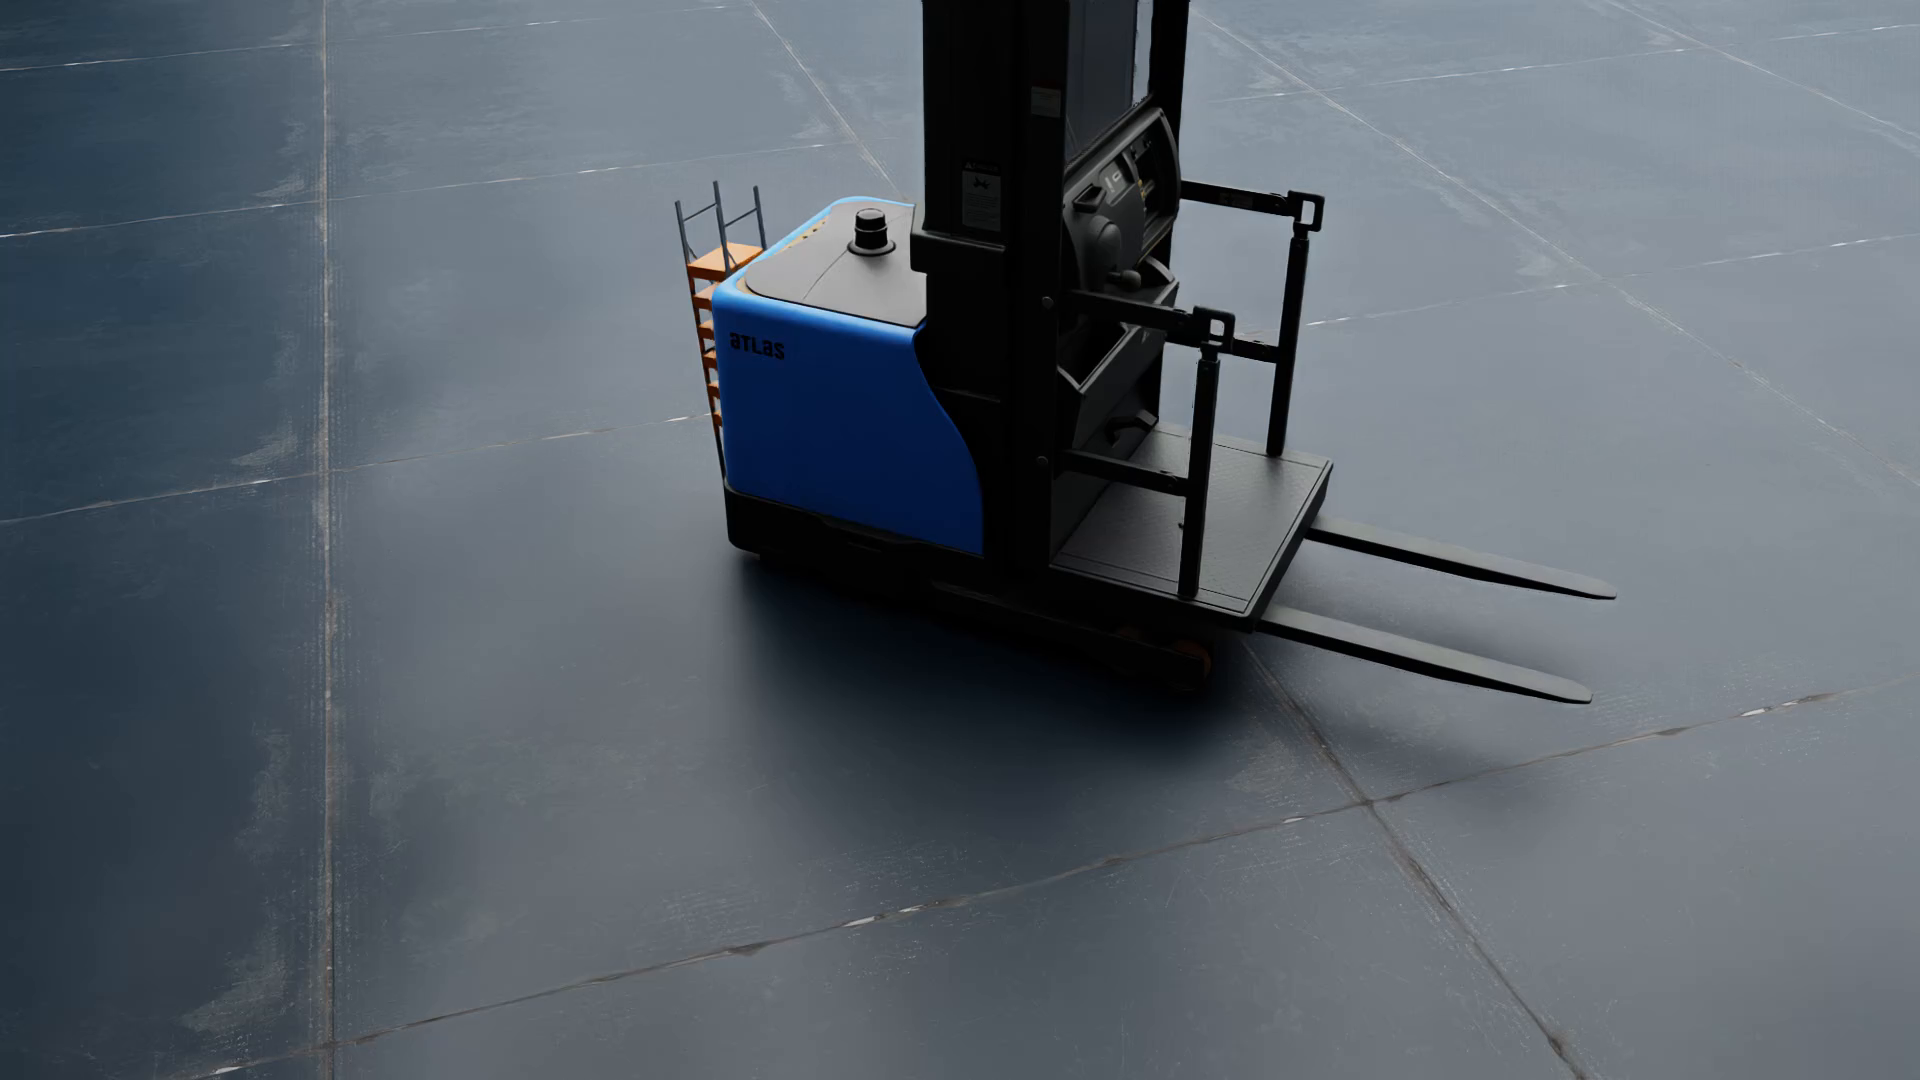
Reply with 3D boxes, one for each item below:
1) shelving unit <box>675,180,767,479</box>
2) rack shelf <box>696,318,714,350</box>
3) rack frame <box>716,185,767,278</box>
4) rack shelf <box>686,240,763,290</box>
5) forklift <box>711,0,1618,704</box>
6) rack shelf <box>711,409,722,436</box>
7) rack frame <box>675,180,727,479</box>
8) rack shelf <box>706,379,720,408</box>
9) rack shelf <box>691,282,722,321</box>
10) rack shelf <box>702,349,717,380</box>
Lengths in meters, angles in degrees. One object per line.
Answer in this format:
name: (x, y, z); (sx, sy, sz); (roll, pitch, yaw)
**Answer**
shelving unit: (-0.824, -0.725, 6.248); (0.189, 1.200, 0.258); (13, 35, 28)
rack shelf: (-0.829, -0.790, 6.209); (0.180, 0.103, 0.258); (13, 35, 28)
rack frame: (-0.745, -0.707, 6.205); (0.006, 1.200, 0.240); (13, 35, 28)
rack shelf: (-0.848, -0.995, 6.086); (0.180, 0.103, 0.258); (13, 35, 28)
forklift: (0.701, -1.060, 5.195); (3.031, 2.935, 1.130); (15, 36, 21)
rack shelf: (-0.802, -0.482, 6.393); (0.180, 0.103, 0.258); (13, 35, 28)
rack frame: (-0.902, -0.744, 6.291); (0.006, 1.200, 0.240); (13, 35, 28)
rack shelf: (-0.811, -0.584, 6.332); (0.180, 0.103, 0.258); (13, 35, 28)
rack shelf: (-0.839, -0.893, 6.148); (0.180, 0.103, 0.258); (13, 35, 28)
rack shelf: (-0.820, -0.687, 6.270); (0.180, 0.103, 0.258); (13, 35, 28)
